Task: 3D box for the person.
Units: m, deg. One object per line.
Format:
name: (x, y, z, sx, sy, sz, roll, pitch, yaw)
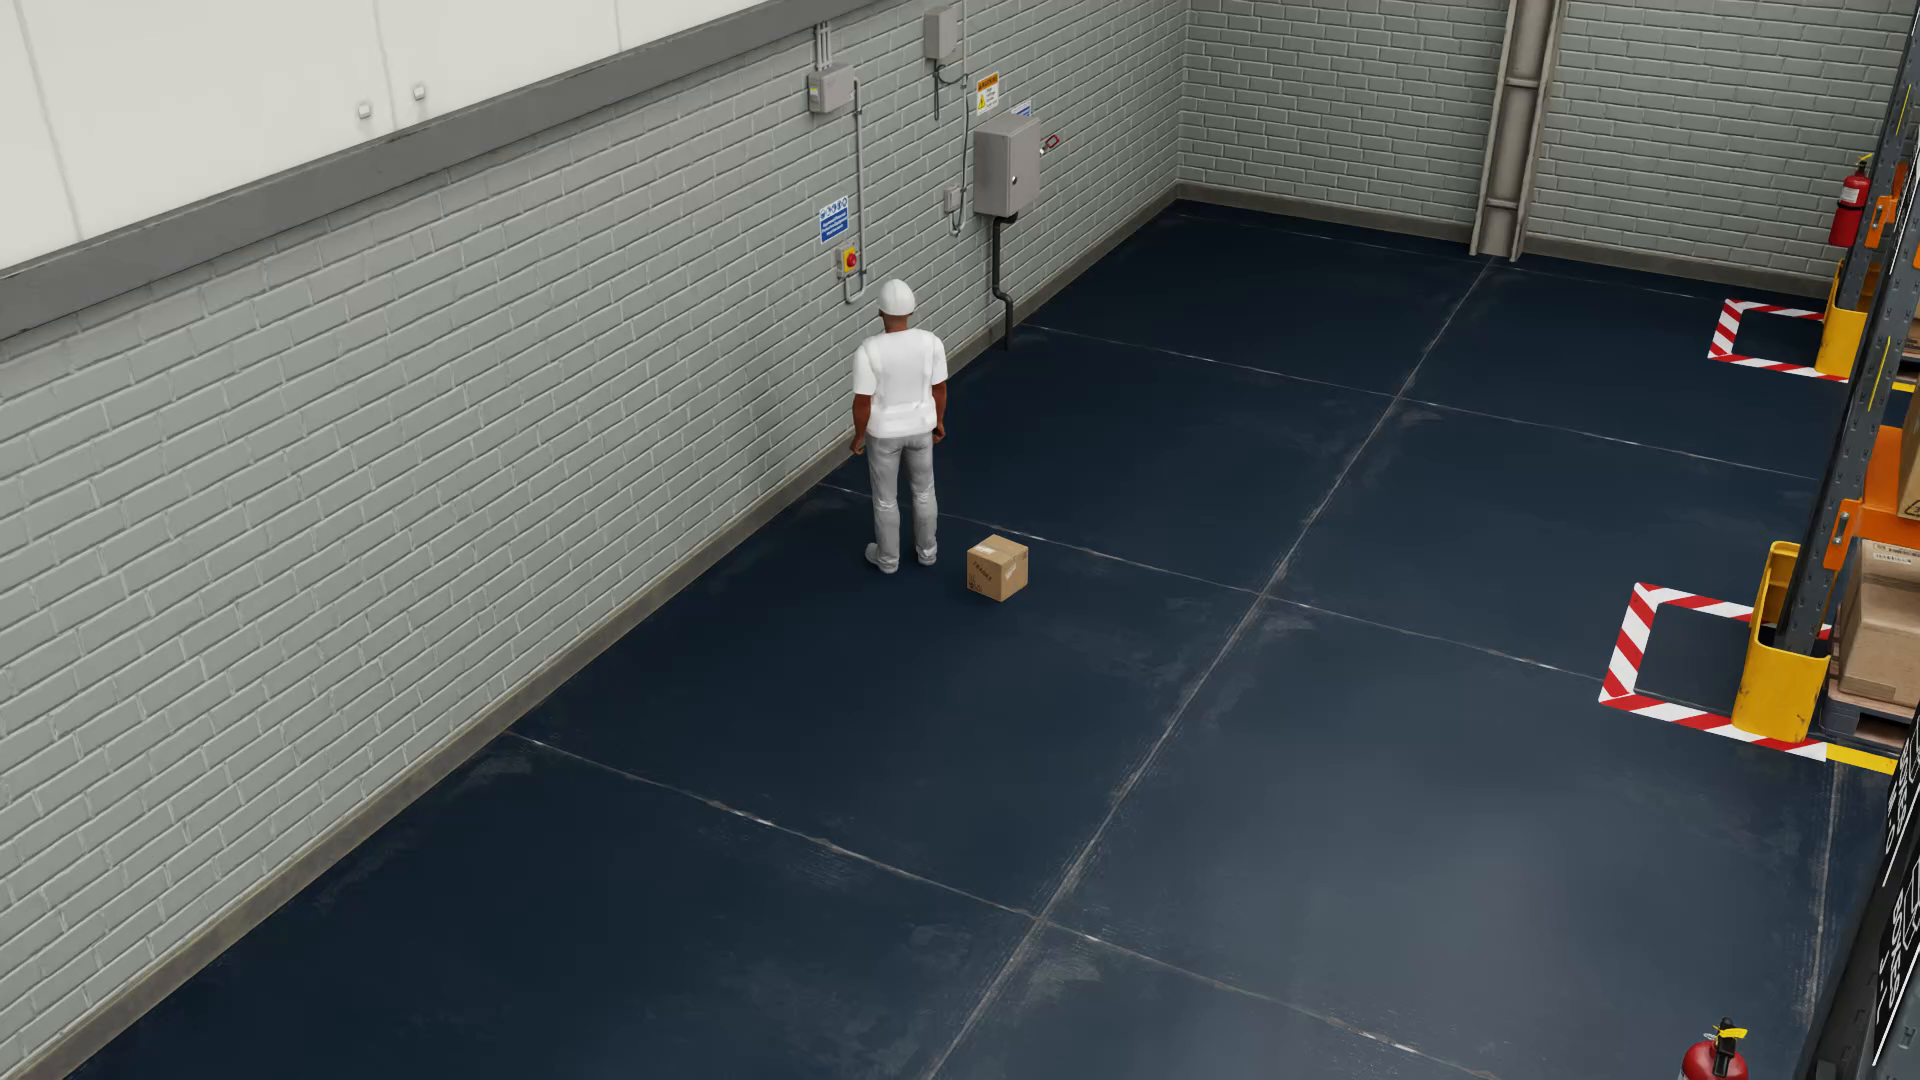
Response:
person: (-0.353, -0.637, 9.374, 0.545, 1.770, 0.386, -10, 31, -17)
